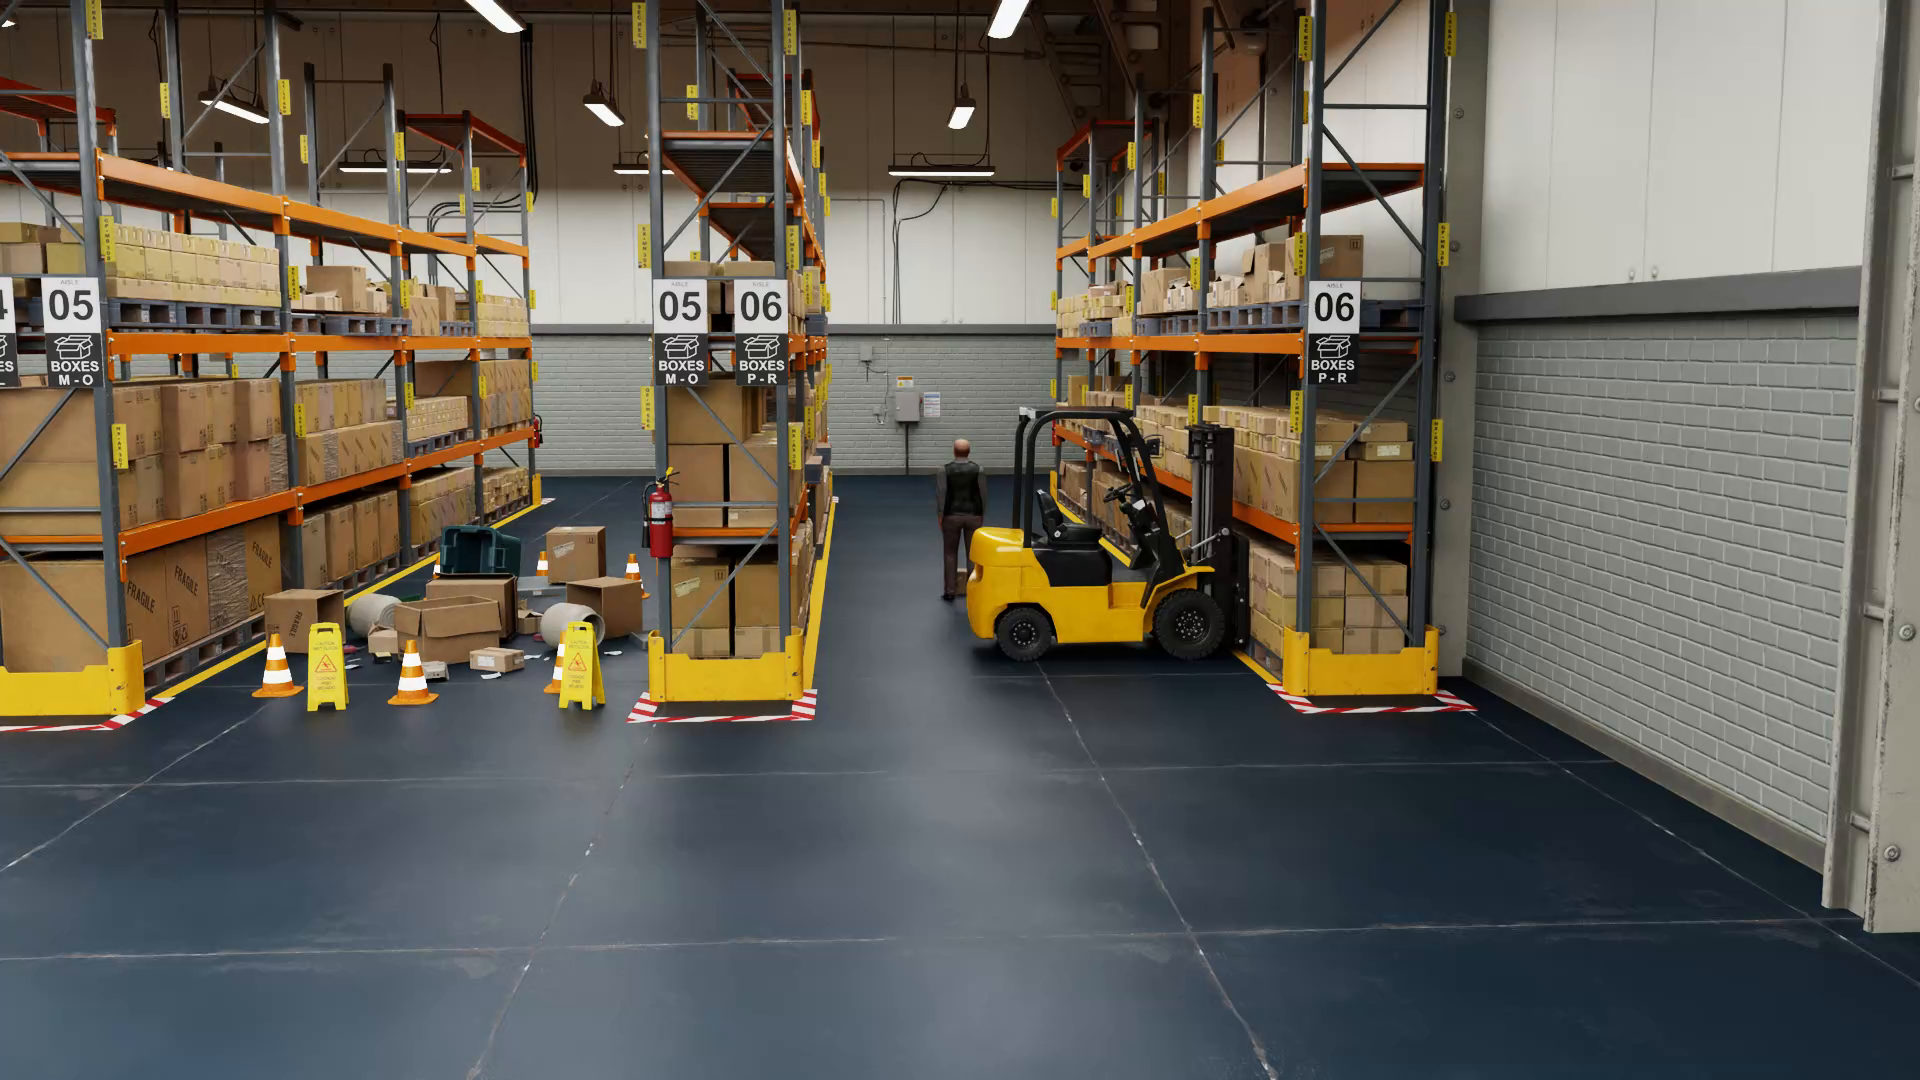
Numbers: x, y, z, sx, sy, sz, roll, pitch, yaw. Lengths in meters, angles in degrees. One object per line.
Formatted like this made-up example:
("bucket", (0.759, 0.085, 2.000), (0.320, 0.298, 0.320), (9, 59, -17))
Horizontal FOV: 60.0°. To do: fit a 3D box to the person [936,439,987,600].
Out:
("person", (0.013, -0.219, 17.713), (0.544, 1.726, 0.393), (0, 7, -2))
